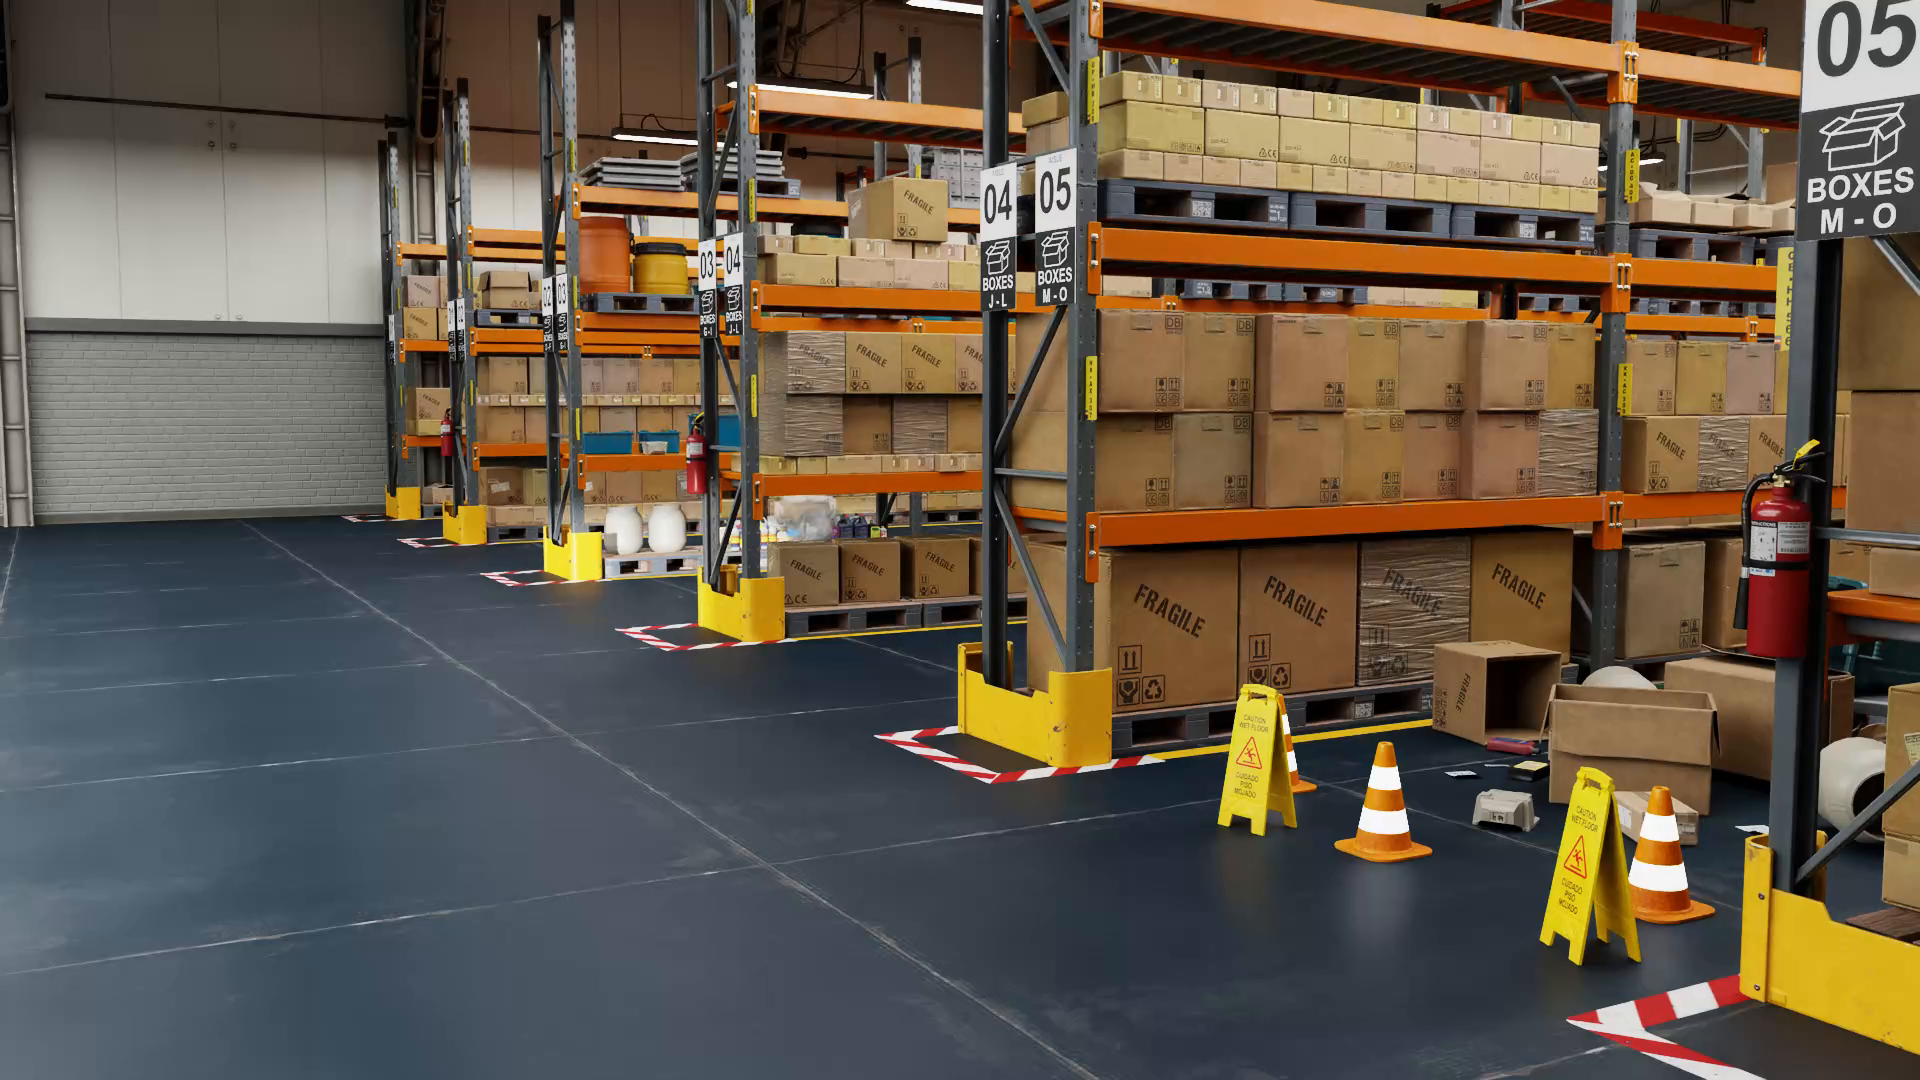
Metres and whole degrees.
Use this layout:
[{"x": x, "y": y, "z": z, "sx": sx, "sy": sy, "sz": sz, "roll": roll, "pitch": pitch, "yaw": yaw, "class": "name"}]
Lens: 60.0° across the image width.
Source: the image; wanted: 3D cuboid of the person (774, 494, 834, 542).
[{"x": -1.456, "y": -0.333, "z": 15.710, "sx": 0.586, "sy": 1.792, "sz": 0.470, "roll": -2, "pitch": 5, "yaw": -18, "class": "person"}]
